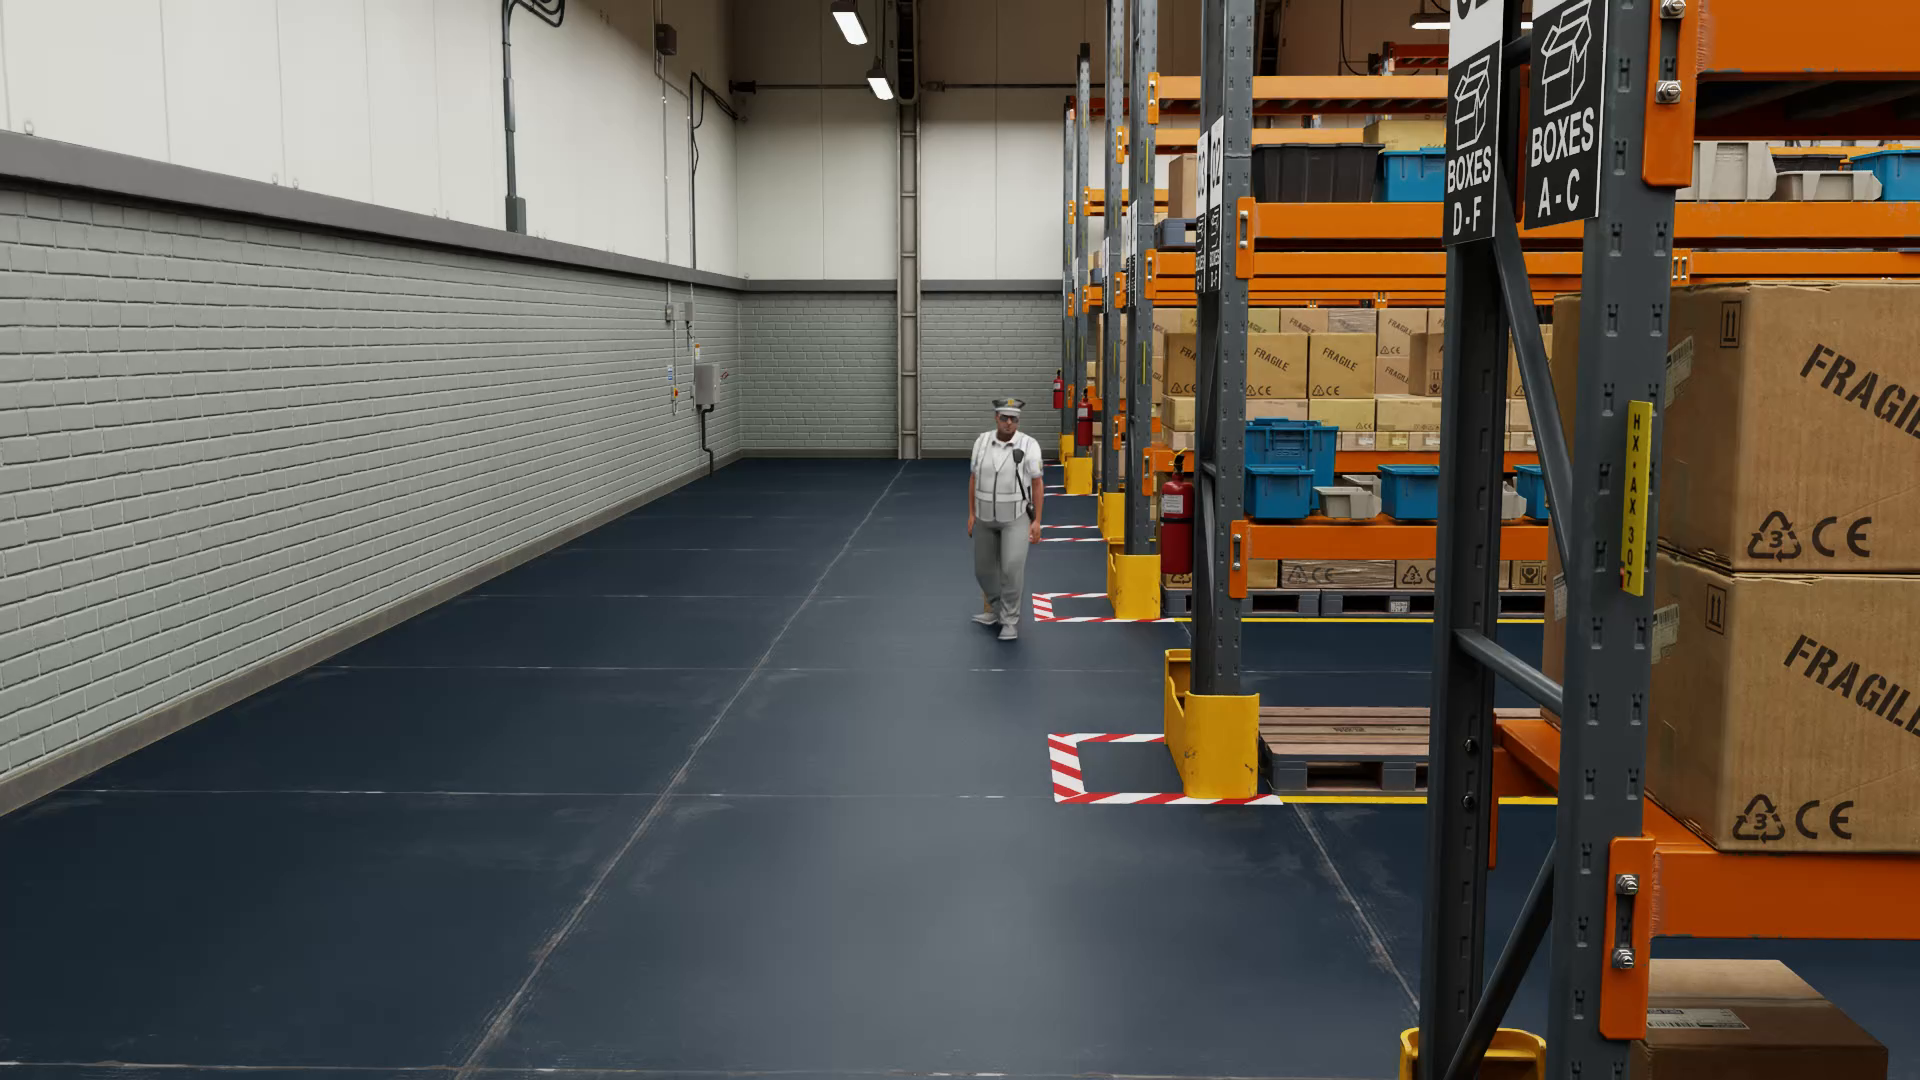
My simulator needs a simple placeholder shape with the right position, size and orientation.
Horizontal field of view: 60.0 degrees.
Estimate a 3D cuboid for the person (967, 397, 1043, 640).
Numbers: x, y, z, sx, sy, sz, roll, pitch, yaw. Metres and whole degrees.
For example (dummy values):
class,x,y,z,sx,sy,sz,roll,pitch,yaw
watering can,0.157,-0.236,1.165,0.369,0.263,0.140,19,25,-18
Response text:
class,x,y,z,sx,sy,sz,roll,pitch,yaw
person,0.330,-0.173,12.089,0.595,1.745,0.580,3,8,20
